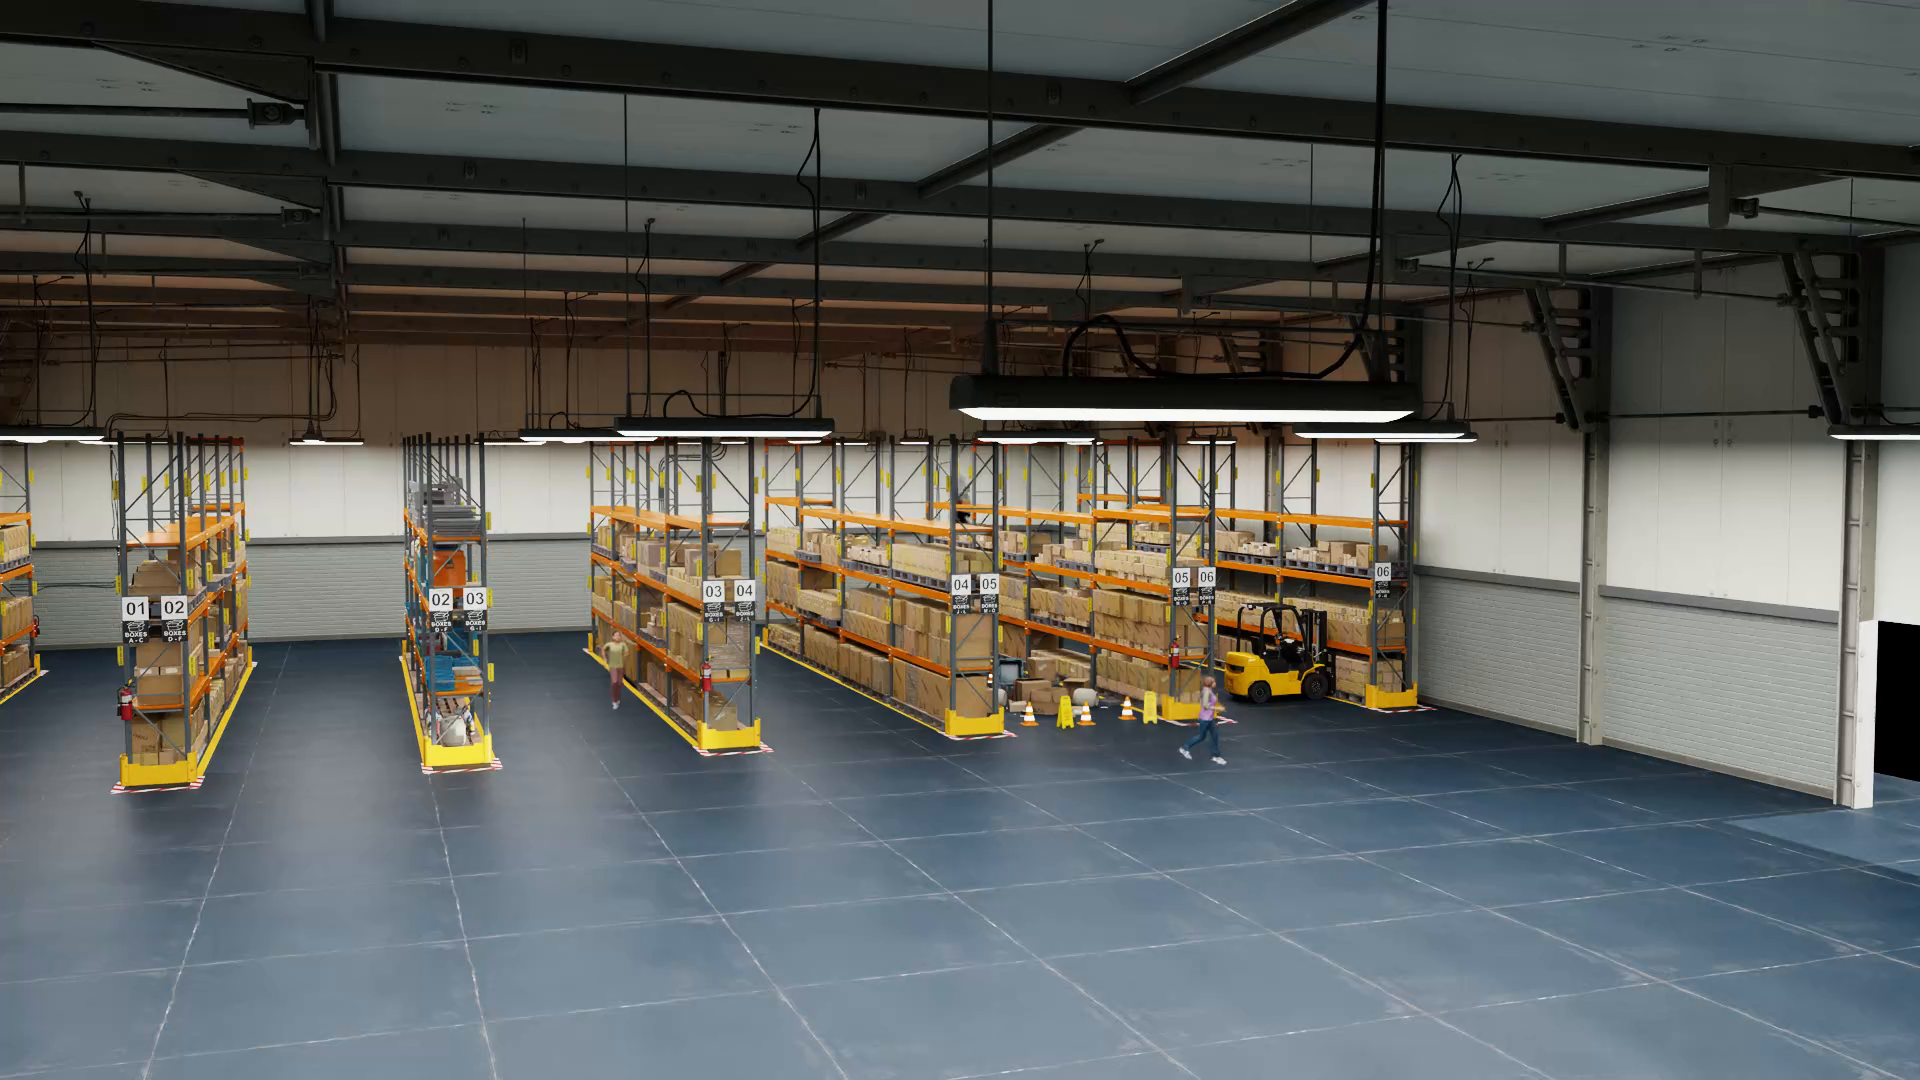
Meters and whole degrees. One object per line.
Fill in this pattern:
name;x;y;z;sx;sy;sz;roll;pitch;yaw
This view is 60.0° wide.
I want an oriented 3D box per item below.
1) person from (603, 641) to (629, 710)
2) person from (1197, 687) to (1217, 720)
person;-7.577;2.974;36.719;0.517;1.474;0.756;-2;4;-27
person;4.453;2.959;30.099;0.391;0.581;0.516;1;3;18
